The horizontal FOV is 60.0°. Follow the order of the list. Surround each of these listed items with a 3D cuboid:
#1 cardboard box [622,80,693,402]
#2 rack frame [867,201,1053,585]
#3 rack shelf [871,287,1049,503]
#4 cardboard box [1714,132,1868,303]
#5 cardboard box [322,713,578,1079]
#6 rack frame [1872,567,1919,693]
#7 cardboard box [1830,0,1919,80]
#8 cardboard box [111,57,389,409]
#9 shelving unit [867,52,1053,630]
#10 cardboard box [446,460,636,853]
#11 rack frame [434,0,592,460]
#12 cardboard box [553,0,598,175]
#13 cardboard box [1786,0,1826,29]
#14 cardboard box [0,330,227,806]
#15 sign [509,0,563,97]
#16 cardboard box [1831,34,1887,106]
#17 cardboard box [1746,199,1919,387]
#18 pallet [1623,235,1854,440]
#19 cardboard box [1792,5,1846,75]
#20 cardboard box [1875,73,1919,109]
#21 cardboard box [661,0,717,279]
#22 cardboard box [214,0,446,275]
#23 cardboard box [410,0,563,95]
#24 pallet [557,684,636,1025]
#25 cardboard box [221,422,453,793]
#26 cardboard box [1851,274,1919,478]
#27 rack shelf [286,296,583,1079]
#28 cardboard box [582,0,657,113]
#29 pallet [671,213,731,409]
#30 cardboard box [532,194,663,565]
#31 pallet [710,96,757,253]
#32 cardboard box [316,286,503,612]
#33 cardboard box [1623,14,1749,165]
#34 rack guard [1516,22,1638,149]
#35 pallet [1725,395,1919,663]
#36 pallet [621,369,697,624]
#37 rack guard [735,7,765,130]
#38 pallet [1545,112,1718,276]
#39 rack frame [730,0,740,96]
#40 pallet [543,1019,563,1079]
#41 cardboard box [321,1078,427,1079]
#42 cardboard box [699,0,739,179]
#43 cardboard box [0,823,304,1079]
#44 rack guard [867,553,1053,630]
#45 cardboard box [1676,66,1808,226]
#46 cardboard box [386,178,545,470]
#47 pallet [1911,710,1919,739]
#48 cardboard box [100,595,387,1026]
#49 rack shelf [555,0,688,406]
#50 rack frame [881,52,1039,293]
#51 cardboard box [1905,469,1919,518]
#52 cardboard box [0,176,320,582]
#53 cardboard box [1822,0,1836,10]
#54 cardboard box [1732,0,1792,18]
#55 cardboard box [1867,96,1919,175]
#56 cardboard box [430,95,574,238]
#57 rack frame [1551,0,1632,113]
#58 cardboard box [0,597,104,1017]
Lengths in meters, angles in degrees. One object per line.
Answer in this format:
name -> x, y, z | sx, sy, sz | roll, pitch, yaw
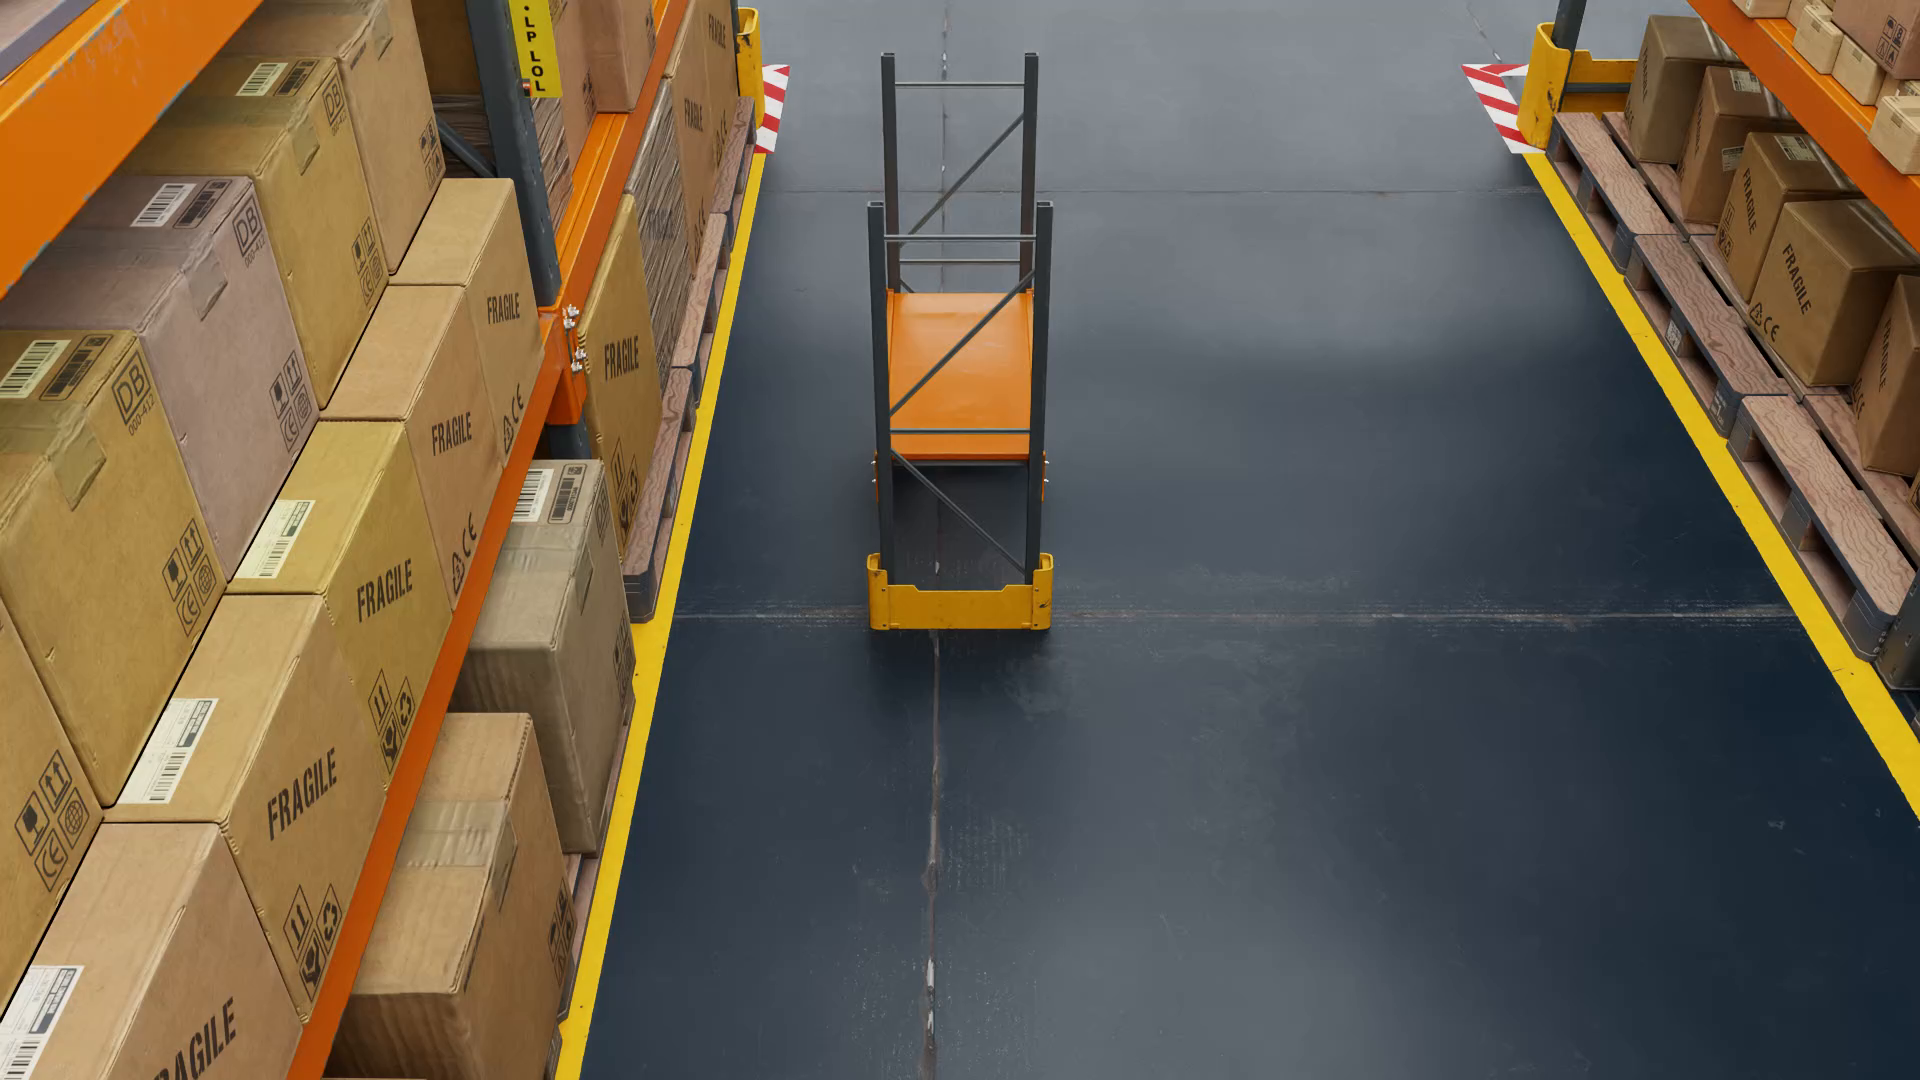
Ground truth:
cardboard box -> -1.512, -1.088, 6.073 | 0.875, 0.875, 0.875 | 0, 39, 0
rack frame -> 0.000, -0.321, 4.951 | 0.500, 1.500, 0.032 | 0, 39, 0
rack shelf -> 0.000, -0.498, 5.460 | 0.538, 0.185, 1.000 | 0, 39, 0
cardboard box -> 3.380, -1.271, 6.601 | 0.500, 0.500, 0.500 | 3, 39, 4
cardboard box -> -1.488, 0.909, 3.681 | 1.050, 0.750, 0.750 | 0, 39, 0
rack frame -> 3.384, -0.737, 4.271 | 1.000, 3.000, 0.127 | 0, 39, 0
cardboard box -> 3.379, -1.799, 5.278 | 0.875, 0.500, 0.500 | 0, 39, 0
cardboard box -> -1.567, -0.594, 3.213 | 0.700, 0.500, 0.500 | -1, 39, -1
shelving unit -> 0.000, -0.633, 5.340 | 0.587, 1.500, 1.083 | 0, 39, 0
cardboard box -> -1.485, 0.305, 4.433 | 1.050, 0.750, 0.750 | 0, 39, 0
rack frame -> -1.576, -0.797, 4.345 | 1.000, 3.000, 0.127 | 0, 39, 0
cardboard box -> -1.612, -1.430, 5.016 | 0.875, 0.550, 0.550 | 0, 39, 0
cardboard box -> 3.179, -1.868, 5.883 | 0.380, 0.149, 0.250 | 0, 39, 0
cardboard box -> -1.568, 0.038, 2.424 | 0.700, 0.500, 0.500 | 0, 39, 0
sign -> -1.033, -1.224, 4.016 | 0.100, 0.325, 0.005 | 0, 39, 0
cardboard box -> 3.138, -1.555, 5.493 | 0.380, 0.149, 0.250 | 0, 39, 0
cardboard box -> 3.336, -0.922, 6.165 | 0.500, 0.500, 0.500 | -3, 39, -4
pallet -> 3.344, -0.834, 6.622 | 1.003, 0.211, 1.213 | 0, 39, 0
cardboard box -> 3.103, -1.711, 5.688 | 0.380, 0.149, 0.250 | 0, 39, 0
cardboard box -> 3.179, -1.399, 5.298 | 0.380, 0.149, 0.250 | 0, 39, 0
cardboard box -> -1.511, -1.659, 6.784 | 0.875, 0.875, 0.875 | -1, 39, -1
cardboard box -> -1.570, -0.915, 3.614 | 0.700, 0.500, 0.500 | -1, 39, -1
cardboard box -> -1.542, -1.507, 4.249 | 0.875, 0.550, 0.550 | 0, 39, 0
pallet -> -1.500, 0.774, 4.615 | 1.003, 0.211, 1.213 | 0, 39, 0
cardboard box -> -1.307, 0.122, 3.119 | 0.500, 0.500, 0.500 | 0, 39, 0
cardboard box -> 3.415, -0.534, 5.681 | 0.500, 0.500, 0.500 | 12, 40, 14
rack shelf -> -1.574, 0.735, 3.010 | 1.077, 0.370, 4.000 | 0, 39, 0
cardboard box -> -1.495, -1.768, 5.437 | 0.875, 0.550, 0.550 | 0, 39, 0
pallet -> -1.503, -0.949, 6.765 | 1.003, 0.211, 1.213 | 0, 39, 0
cardboard box -> -1.507, -0.525, 5.369 | 0.875, 0.875, 0.875 | 1, 39, 1
pallet -> -1.502, -1.710, 7.715 | 1.003, 0.211, 1.213 | 0, 39, 0
cardboard box -> -1.308, -0.194, 3.513 | 0.500, 0.500, 0.500 | 0, 39, -1
cardboard box -> 3.363, -2.036, 7.555 | 0.500, 0.500, 0.500 | 7, 39, 8
rack guard -> 3.379, -2.215, 8.115 | 1.175, 0.500, 0.348 | 0, 39, 0
pallet -> 3.348, -0.069, 5.667 | 1.003, 0.211, 1.213 | 0, 39, 0
pallet -> -1.499, -0.184, 5.811 | 1.003, 0.211, 1.213 | 0, 39, 0
rack guard -> -1.581, -2.338, 8.267 | 1.175, 0.500, 0.348 | 0, 39, 0
pallet -> 3.345, -1.595, 7.571 | 1.003, 0.211, 1.213 | 0, 39, 0
rack frame -> -1.581, -3.298, 7.467 | 1.000, 3.000, 0.127 | 0, 39, 0
pallet -> -1.496, 1.539, 3.661 | 1.003, 0.211, 1.213 | 0, 39, 0
cardboard box -> -1.487, 1.491, 2.954 | 1.050, 0.750, 0.750 | 1, 39, 1
cardboard box -> -1.514, -2.209, 7.471 | 0.875, 0.875, 0.875 | 0, 39, 0
cardboard box -> -1.306, 0.751, 2.334 | 0.500, 0.500, 0.500 | 0, 39, 0
rack guard -> 0.000, 0.166, 5.343 | 0.587, 0.250, 0.087 | 0, 39, 0
cardboard box -> 3.398, -1.663, 7.089 | 0.500, 0.500, 0.500 | 10, 40, 12
cardboard box -> -1.308, -0.510, 3.907 | 0.500, 0.500, 0.500 | 0, 39, 0
pallet -> 3.386, 0.838, 4.536 | 1.003, 0.211, 1.213 | 0, 39, 0
cardboard box -> -1.304, 0.440, 2.722 | 0.500, 0.500, 0.500 | 0, 39, -1
rack shelf -> -1.578, -1.767, 6.131 | 1.077, 0.370, 4.000 | 0, 39, 0
rack frame -> -0.001, -0.957, 5.744 | 0.500, 1.500, 0.032 | 0, 39, 0
cardboard box -> 3.424, -0.176, 5.234 | 0.500, 0.500, 0.500 | -1, 39, -1
cardboard box -> -1.567, -0.278, 2.818 | 0.700, 0.500, 0.500 | 0, 39, 0
cardboard box -> 3.419, -2.112, 5.668 | 0.875, 0.500, 0.500 | 0, 39, 0
cardboard box -> 3.046, -2.024, 6.078 | 0.380, 0.149, 0.250 | 0, 39, 0
cardboard box -> 3.047, -1.242, 5.102 | 0.380, 0.149, 0.250 | 0, 39, 0
cardboard box -> -1.588, -1.086, 4.586 | 0.875, 0.550, 0.550 | 0, 39, 0
rack frame -> 3.379, -3.238, 7.392 | 1.000, 3.000, 0.127 | 0, 39, 0
cardboard box -> -1.567, 0.358, 2.025 | 0.700, 0.500, 0.500 | -1, 39, -1
